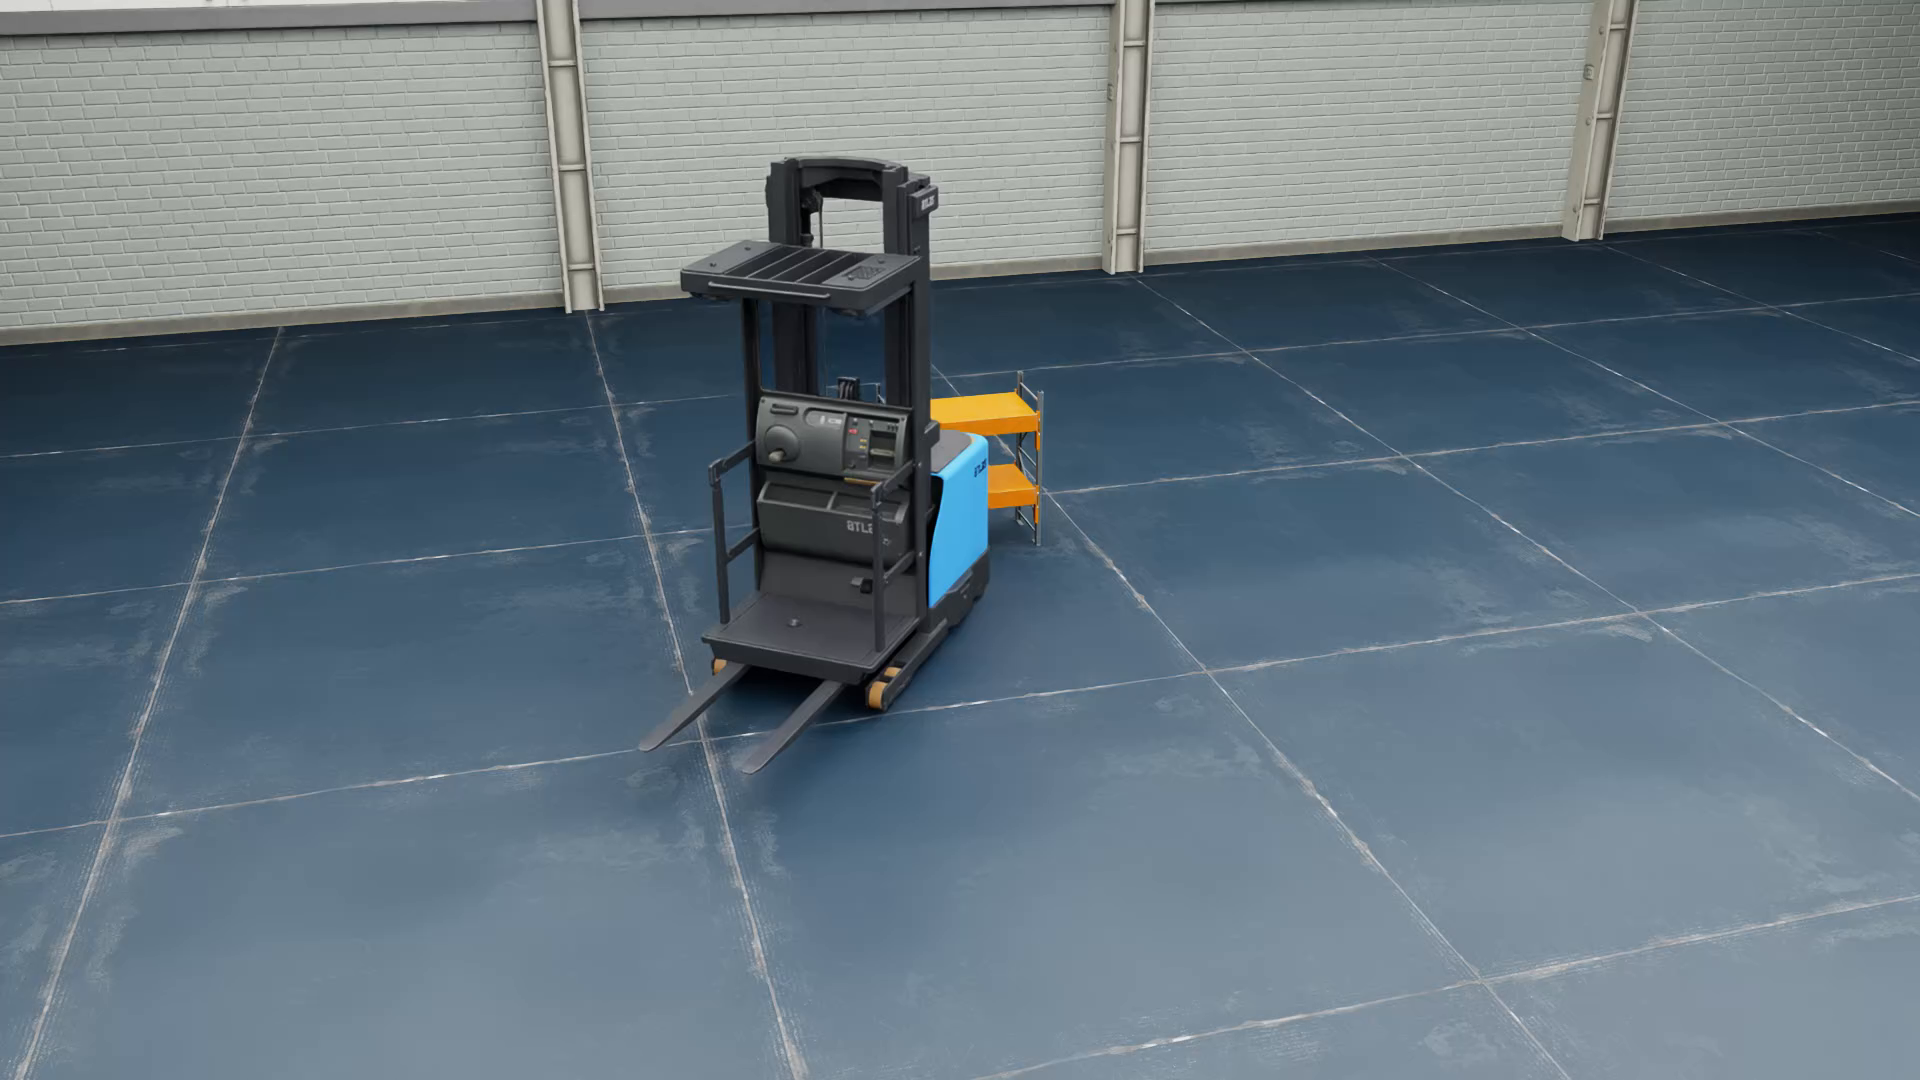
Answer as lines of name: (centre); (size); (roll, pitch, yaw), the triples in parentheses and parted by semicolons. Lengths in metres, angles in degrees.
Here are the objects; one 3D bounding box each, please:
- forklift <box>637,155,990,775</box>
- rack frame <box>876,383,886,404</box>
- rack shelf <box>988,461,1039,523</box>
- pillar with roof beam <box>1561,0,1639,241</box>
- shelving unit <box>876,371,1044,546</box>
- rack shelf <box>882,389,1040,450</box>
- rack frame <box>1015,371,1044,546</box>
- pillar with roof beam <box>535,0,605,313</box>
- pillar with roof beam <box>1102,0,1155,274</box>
forklift: (-0.816, -0.560, 9.338); (1.130, 2.935, 3.031); (9, 25, 20)
rack frame: (-0.496, -0.462, 11.400); (0.032, 1.125, 0.500); (-6, 24, -14)
rack shelf: (-0.007, -0.292, 11.623); (1.000, 0.278, 0.538); (-6, 24, -14)
pillar with roof beam: (8.783, -6.210, 14.810); (0.400, 9.000, 9.100); (-6, 24, -14)
shelving unit: (-0.007, -0.516, 11.527); (1.048, 1.125, 0.538); (-6, 24, -14)
rack shelf: (-0.007, -0.785, 11.411); (1.000, 0.278, 0.538); (-6, 24, -14)
rack frame: (0.483, -0.570, 11.653); (0.032, 1.125, 0.500); (-6, 24, -14)
pillar with roof beam: (-2.771, -4.932, 11.831); (0.400, 9.000, 9.100); (-6, 24, -14)
pillar with roof beam: (3.006, -5.571, 13.321); (0.400, 9.000, 9.100); (-6, 24, -14)
